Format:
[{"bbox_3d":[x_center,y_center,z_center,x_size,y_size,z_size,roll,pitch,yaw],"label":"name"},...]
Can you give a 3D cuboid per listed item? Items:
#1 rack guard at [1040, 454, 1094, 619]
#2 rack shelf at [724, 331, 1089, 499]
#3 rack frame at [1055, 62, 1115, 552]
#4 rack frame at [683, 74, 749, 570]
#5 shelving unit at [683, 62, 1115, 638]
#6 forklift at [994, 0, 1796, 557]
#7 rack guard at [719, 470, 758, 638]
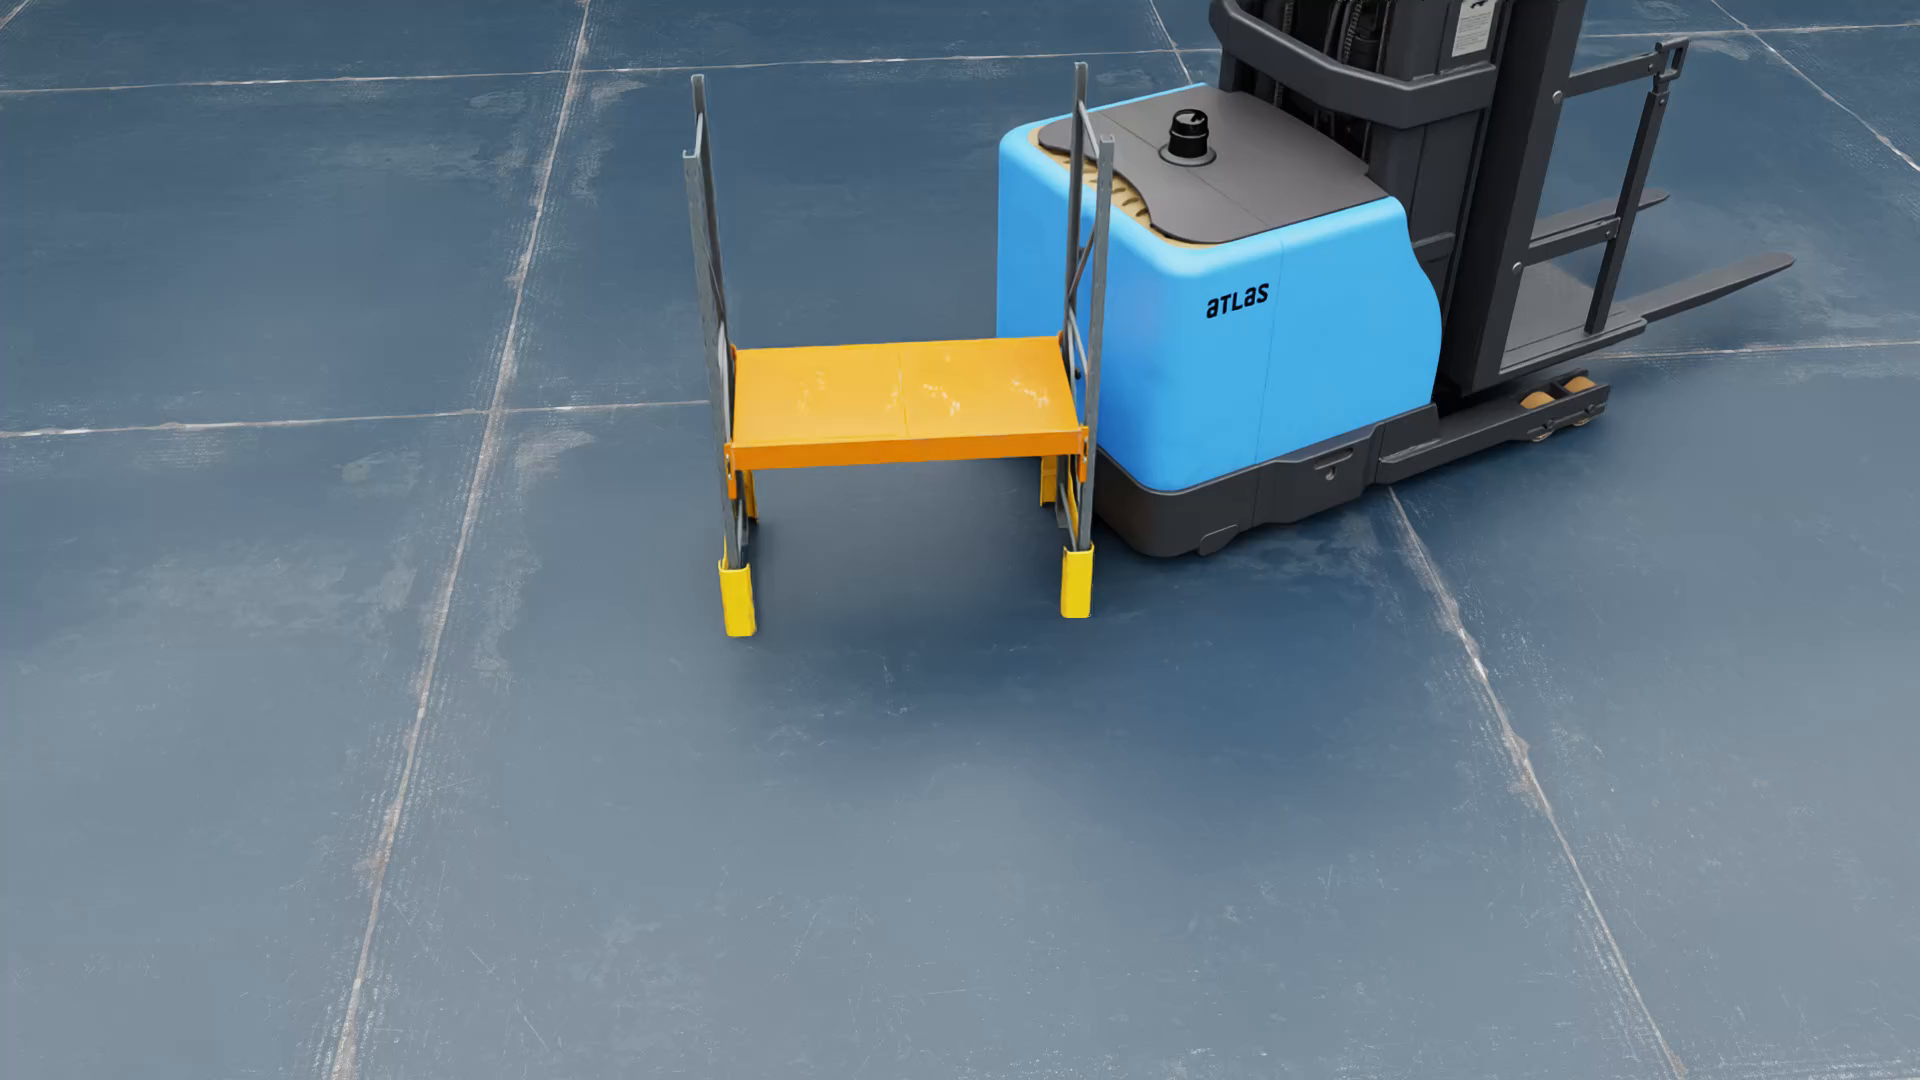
[{"bbox_3d":[0.323,-0.045,5.105,0.087,0.250,0.587,-3,38,-4],"label":"rack guard"},{"bbox_3d":[-0.164,-0.369,4.798,1.000,0.185,0.538,-3,38,-4],"label":"rack shelf"},{"bbox_3d":[0.343,-0.537,4.719,0.032,1.500,0.500,-3,38,-4],"label":"rack frame"},{"bbox_3d":[-0.671,-0.484,4.653,0.032,1.500,0.500,-3,38,-4],"label":"rack frame"},{"bbox_3d":[-0.173,-0.510,4.686,1.083,1.500,0.587,-3,38,-4],"label":"shelving unit"},{"bbox_3d":[1.647,-1.755,5.108,3.031,2.935,1.130,-19,42,-22],"label":"forklift"},{"bbox_3d":[-0.669,0.006,5.040,0.087,0.250,0.587,-3,38,-4],"label":"rack guard"}]
